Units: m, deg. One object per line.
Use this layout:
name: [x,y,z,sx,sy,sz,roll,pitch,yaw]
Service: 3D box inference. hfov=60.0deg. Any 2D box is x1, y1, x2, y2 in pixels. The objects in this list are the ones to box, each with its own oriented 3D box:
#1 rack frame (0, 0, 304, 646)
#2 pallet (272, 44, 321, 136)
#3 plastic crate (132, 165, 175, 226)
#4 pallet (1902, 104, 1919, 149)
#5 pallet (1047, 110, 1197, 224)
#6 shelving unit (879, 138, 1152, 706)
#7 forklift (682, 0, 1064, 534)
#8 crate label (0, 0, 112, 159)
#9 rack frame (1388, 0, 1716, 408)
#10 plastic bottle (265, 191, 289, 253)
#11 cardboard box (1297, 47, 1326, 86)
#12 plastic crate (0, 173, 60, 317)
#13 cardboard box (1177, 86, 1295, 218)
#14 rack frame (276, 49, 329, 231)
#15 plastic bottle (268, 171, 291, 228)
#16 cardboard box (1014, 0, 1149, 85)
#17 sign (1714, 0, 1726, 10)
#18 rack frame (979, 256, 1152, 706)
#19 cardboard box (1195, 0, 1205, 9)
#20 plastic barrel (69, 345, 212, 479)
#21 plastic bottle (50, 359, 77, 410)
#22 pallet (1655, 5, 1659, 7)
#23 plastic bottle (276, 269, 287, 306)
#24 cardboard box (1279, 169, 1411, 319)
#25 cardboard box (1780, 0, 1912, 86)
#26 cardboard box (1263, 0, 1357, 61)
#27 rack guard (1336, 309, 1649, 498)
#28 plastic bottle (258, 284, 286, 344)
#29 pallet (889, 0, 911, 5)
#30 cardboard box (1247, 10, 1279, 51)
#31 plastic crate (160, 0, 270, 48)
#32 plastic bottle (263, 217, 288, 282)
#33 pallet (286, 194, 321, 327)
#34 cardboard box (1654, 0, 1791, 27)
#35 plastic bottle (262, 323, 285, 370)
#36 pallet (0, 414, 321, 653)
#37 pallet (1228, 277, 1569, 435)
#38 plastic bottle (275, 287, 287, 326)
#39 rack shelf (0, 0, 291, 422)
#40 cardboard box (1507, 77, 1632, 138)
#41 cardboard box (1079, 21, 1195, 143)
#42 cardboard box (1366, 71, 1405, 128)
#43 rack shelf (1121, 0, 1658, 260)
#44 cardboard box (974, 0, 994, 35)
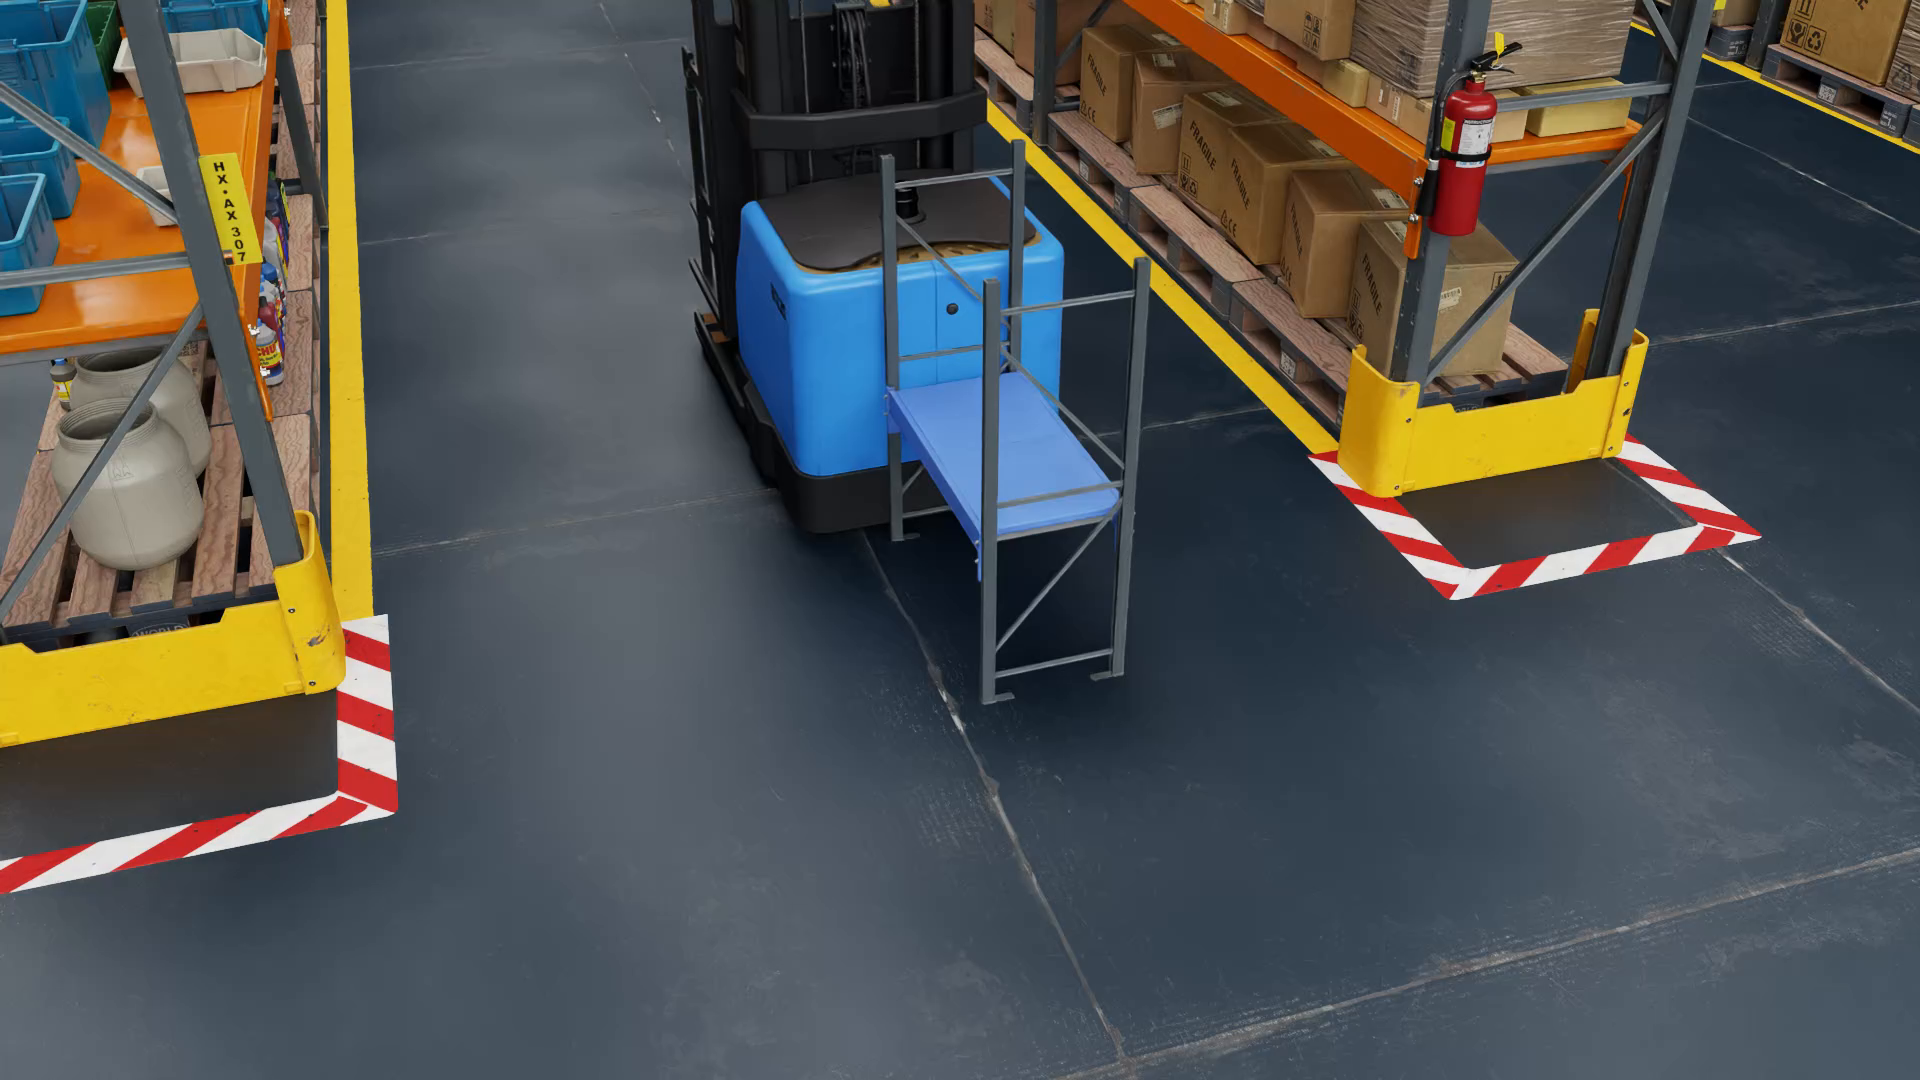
rack frame: [-2.578,-0.723,4.623,1.000,3.000,0.127,-10,35,-15]
pallet: [-4.451,-2.707,10.156,1.003,0.211,1.213,-10,35,-15]
plastic crate: [-2.545,-1.137,5.489,0.298,0.136,0.250,-10,35,-15]
pallet: [6.206,-2.220,9.418,1.003,0.211,1.213,-10,35,-15]
pallet: [1.157,-2.146,9.306,1.003,0.211,1.213,-10,35,-15]
shelving unit: [0.142,-0.401,5.497,0.538,1.500,1.048,-11,35,-16]
forklift: [-0.566,-2.053,6.699,1.130,2.935,3.031,-11,35,-16]
crate label: [-3.397,-1.659,6.007,0.502,0.435,0.616,-10,35,-15]
rack frame: [2.139,-1.556,5.884,1.000,3.000,0.127,-10,35,-15]
plastic bottle: [-3.269,-1.511,7.820,0.144,0.351,0.185,-12,35,-17]
cardboard box: [1.593,-1.954,6.714,0.380,0.149,0.250,-10,35,-15]
plastic crate: [-3.016,-0.874,4.986,0.499,0.251,0.616,-10,35,-15]
cardboard box: [1.449,-1.960,8.381,0.500,0.500,0.500,-13,36,-19]
rack frame: [-3.798,-2.823,7.802,1.000,3.000,0.127,-10,35,-15]
plastic bottle: [-3.337,-1.676,8.131,0.061,0.283,0.133,-8,34,-12]
cardboard box: [0.752,-3.123,10.123,0.700,0.500,0.500,-13,36,-18]
sign: [2.655,-2.009,5.783,0.100,0.325,0.005,-10,35,-15]
rack frame: [0.305,-0.136,5.095,0.500,1.500,0.032,-11,35,-16]
cardboard box: [1.288,-2.479,7.509,0.380,0.149,0.250,-10,35,-15]
plastic barrel: [-3.005,-0.456,6.095,0.421,0.512,0.421,0,33,0]
plastic bottle: [-3.556,-0.630,6.621,0.097,0.201,0.097,0,33,0]
pallet: [4.990,-4.308,12.578,1.003,0.211,1.213,-10,35,-15]
plastic bottle: [-3.062,-1.136,7.387,0.097,0.201,0.097,0,33,0]
cardboard box: [1.749,-1.327,7.424,0.500,0.500,0.500,-1,33,-2]
cardboard box: [5.798,-3.384,10.197,0.875,0.875,0.875,-9,35,-14]
cardboard box: [1.730,-2.258,6.585,0.875,0.500,0.500,-10,35,-15]
rack guard: [2.116,-0.553,6.633,1.175,0.500,0.348,-10,35,-15]
plastic bottle: [-2.939,-0.953,7.047,0.097,0.271,0.097,0,33,0]
pallet: [-0.065,-4.182,12.388,1.003,0.211,1.213,-10,35,-15]
cardboard box: [1.458,-2.220,7.116,0.380,0.149,0.250,-10,35,-15]
plastic crate: [-3.202,-2.226,7.032,0.499,0.251,0.616,-10,35,-15]
plastic bottle: [-3.170,-1.342,7.563,0.144,0.351,0.185,-10,35,-15]
pallet: [-3.633,-1.300,8.026,1.003,0.211,1.213,-10,35,-15]
cardboard box: [5.398,-3.985,11.219,1.050,0.750,0.750,-10,35,-15]
plastic bottle: [-2.866,-0.798,6.876,0.097,0.201,0.097,0,33,0]
pallet: [-2.889,-0.019,6.087,1.003,0.211,1.213,-10,35,-15]
pallet: [1.901,-0.865,7.368,1.003,0.211,1.213,-10,35,-15]
plastic bottle: [-3.000,-1.028,7.224,0.097,0.201,0.097,0,33,0]
rack shelf: [-3.188,-1.473,6.411,1.077,0.370,4.000,-10,35,-15]
cardboard box: [2.279,-1.641,6.240,0.380,0.149,0.250,-10,35,-15]
cardboard box: [1.003,-2.572,9.307,0.500,0.500,0.500,-11,35,-16]
cardboard box: [1.780,-1.697,6.326,0.380,0.149,0.250,-10,35,-15]
rack shelf: [1.529,-2.306,7.671,1.077,0.370,4.000,-10,35,-15]
cardboard box: [0.453,-3.670,10.951,0.700,0.500,0.500,-13,36,-19]
